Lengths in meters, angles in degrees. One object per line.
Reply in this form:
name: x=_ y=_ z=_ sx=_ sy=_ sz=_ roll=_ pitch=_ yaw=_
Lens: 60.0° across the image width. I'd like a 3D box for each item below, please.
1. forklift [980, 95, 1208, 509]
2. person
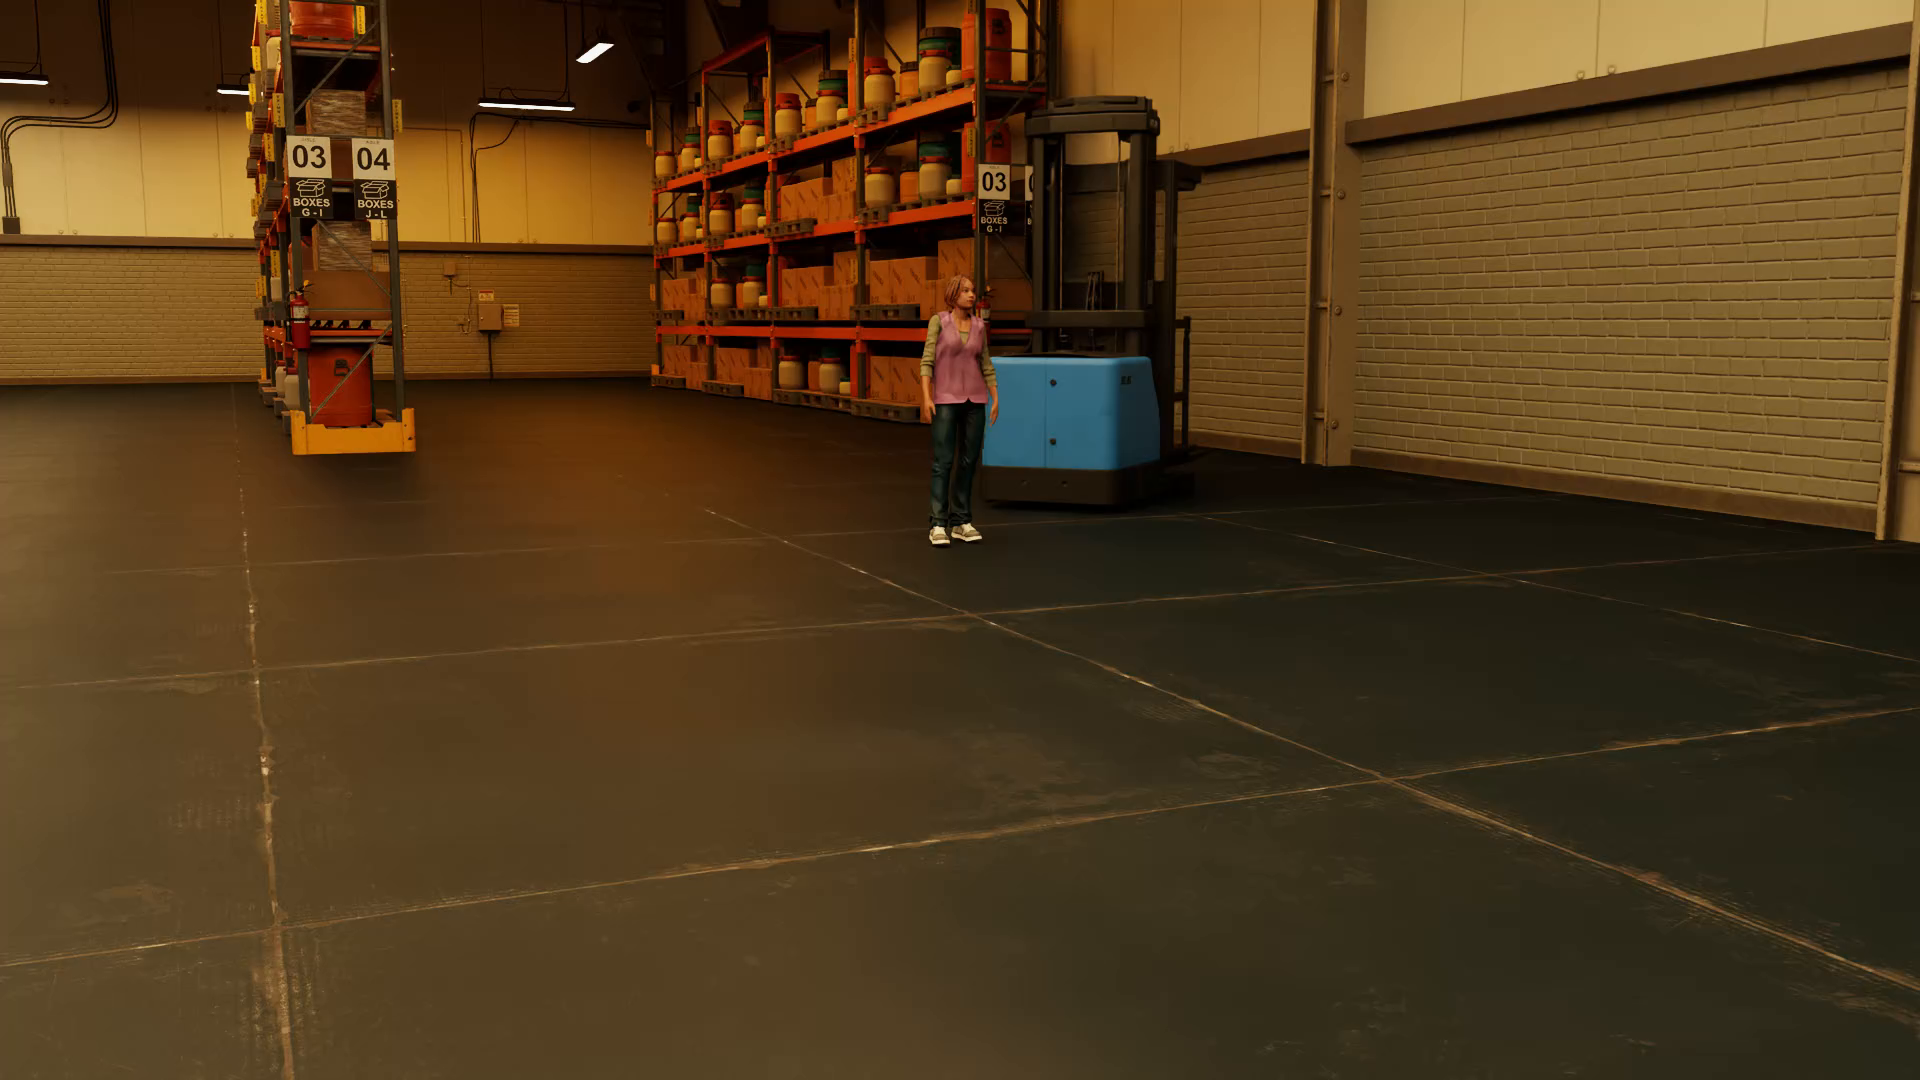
forklift: x=1.195 y=-1.825 z=12.784 sx=1.130 sy=2.935 sz=3.031 roll=3 pitch=8 yaw=23
person: x=0.017 y=-0.789 z=9.975 sx=0.520 sy=1.600 sz=0.472 roll=-3 pitch=8 yaw=-23
